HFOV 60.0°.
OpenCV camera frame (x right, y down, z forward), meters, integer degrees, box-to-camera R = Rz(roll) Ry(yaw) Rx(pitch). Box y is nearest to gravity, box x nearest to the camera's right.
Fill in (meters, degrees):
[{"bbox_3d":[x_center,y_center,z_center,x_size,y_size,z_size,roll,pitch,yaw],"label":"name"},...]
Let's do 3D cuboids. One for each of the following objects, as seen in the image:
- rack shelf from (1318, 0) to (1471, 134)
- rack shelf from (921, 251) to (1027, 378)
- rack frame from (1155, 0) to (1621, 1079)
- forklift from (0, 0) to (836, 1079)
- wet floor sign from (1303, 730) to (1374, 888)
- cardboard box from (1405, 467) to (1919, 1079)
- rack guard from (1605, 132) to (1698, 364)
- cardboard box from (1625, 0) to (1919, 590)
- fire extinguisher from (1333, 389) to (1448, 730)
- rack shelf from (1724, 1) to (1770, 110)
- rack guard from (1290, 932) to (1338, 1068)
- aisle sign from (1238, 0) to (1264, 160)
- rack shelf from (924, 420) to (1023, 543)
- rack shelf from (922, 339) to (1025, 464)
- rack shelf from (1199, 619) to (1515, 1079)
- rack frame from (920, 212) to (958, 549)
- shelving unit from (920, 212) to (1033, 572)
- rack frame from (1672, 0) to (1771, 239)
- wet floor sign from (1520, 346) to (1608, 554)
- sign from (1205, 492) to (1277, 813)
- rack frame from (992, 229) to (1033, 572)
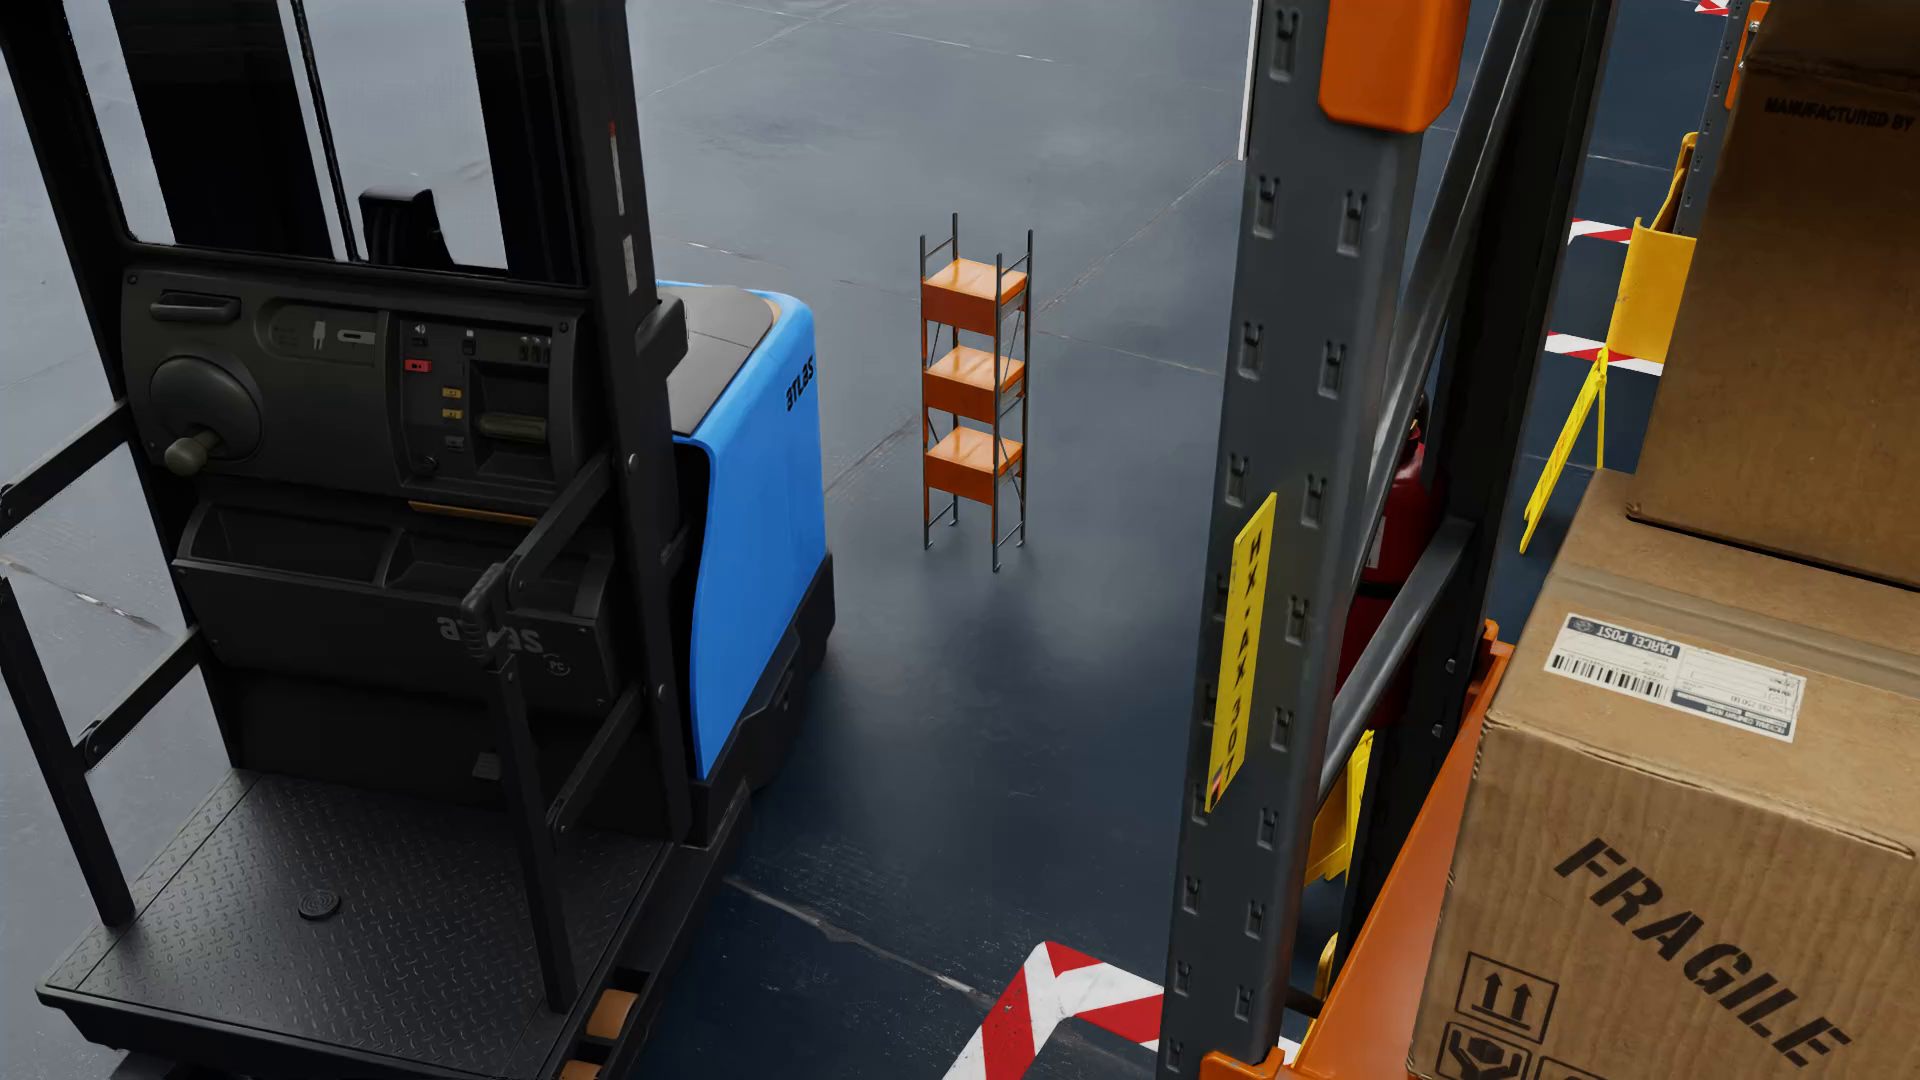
[{"bbox_3d":[2.275,-0.188,0.768,4.000,0.370,1.077,18,37,24],"label":"rack shelf"},{"bbox_3d":[0.046,-0.650,4.785,0.240,0.259,0.215,18,37,24],"label":"rack shelf"},{"bbox_3d":[0.537,0.213,2.224,0.053,2.616,0.949,18,37,24],"label":"rack frame"},{"bbox_3d":[-1.194,-0.223,2.940,1.130,2.935,3.031,7,34,11],"label":"forklift"},{"bbox_3d":[0.904,0.624,3.730,0.267,0.644,0.232,-25,41,-33],"label":"wet floor sign"},{"bbox_3d":[0.812,0.310,1.720,0.500,0.500,0.500,17,37,24],"label":"cardboard box"},{"bbox_3d":[2.886,-1.165,6.548,0.348,0.500,1.175,18,37,24],"label":"rack guard"},{"bbox_3d":[1.090,-0.335,1.786,0.500,0.500,0.700,17,37,23],"label":"cardboard box"},{"bbox_3d":[0.668,-0.010,2.628,0.183,0.674,0.296,18,37,24],"label":"fire extinguisher"},{"bbox_3d":[4.643,-1.349,5.218,4.000,0.370,1.077,18,37,24],"label":"rack shelf"},{"bbox_3d":[0.604,1.273,2.888,0.348,0.500,1.175,18,37,24],"label":"rack guard"},{"bbox_3d":[0.331,-0.738,1.307,0.004,0.787,0.394,18,37,24],"label":"aisle sign"},{"bbox_3d":[0.046,-0.182,5.097,0.240,0.259,0.215,18,37,24],"label":"rack shelf"},{"bbox_3d":[0.046,-0.413,4.943,0.240,0.259,0.215,18,37,24],"label":"rack shelf"},{"bbox_3d":[2.275,1.061,1.600,4.000,0.370,1.077,18,37,24],"label":"rack shelf"},{"bbox_3d":[-0.059,-0.456,4.987,0.008,1.050,0.200,18,37,24],"label":"rack frame"},{"bbox_3d":[0.046,-0.422,4.937,0.252,1.050,0.215,18,37,24],"label":"shelving unit"},{"bbox_3d":[2.907,-2.198,5.845,0.127,3.000,1.000,18,37,24],"label":"rack frame"},{"bbox_3d":[1.899,-0.274,5.079,0.232,0.644,0.267,11,35,16],"label":"wet floor sign"},{"bbox_3d":[0.269,0.112,1.594,0.005,0.325,0.100,18,37,24],"label":"sign"},{"bbox_3d":[0.152,-0.389,4.887,0.008,1.050,0.200,18,37,24],"label":"rack frame"}]
